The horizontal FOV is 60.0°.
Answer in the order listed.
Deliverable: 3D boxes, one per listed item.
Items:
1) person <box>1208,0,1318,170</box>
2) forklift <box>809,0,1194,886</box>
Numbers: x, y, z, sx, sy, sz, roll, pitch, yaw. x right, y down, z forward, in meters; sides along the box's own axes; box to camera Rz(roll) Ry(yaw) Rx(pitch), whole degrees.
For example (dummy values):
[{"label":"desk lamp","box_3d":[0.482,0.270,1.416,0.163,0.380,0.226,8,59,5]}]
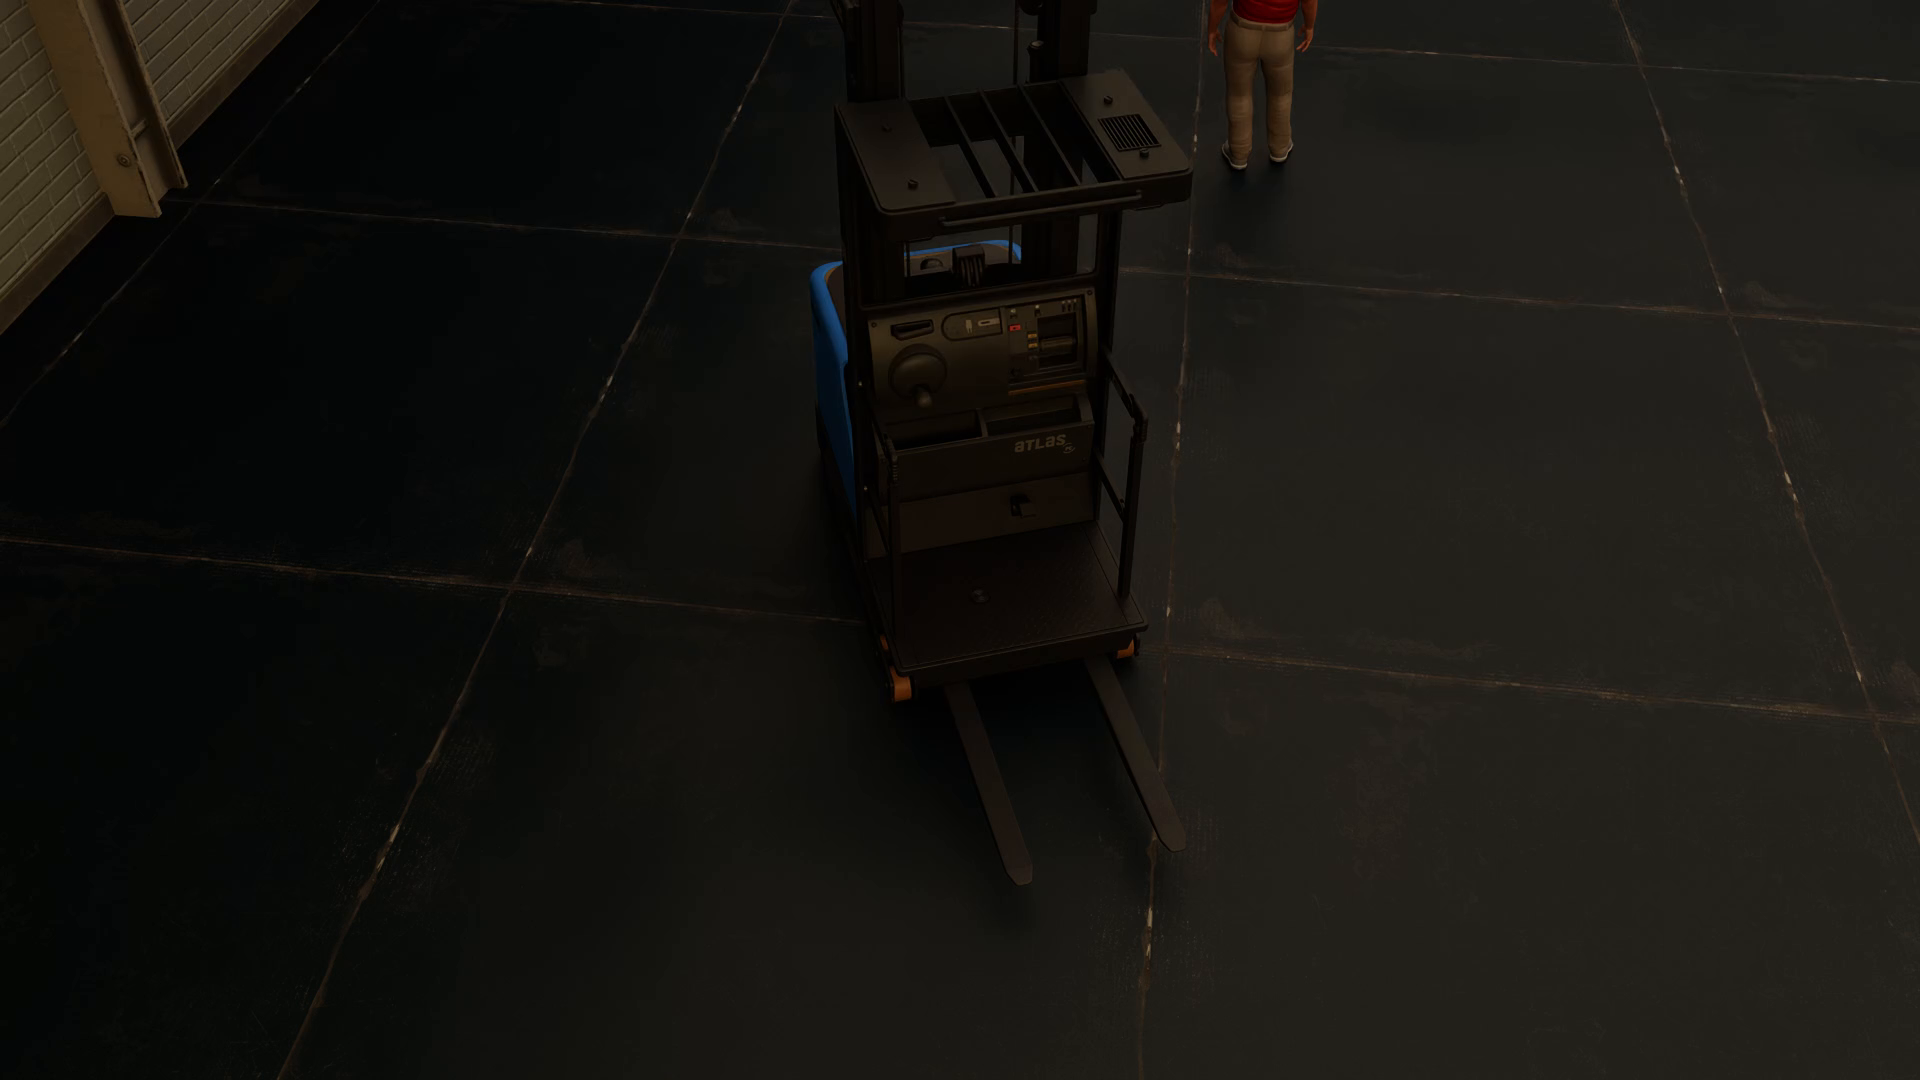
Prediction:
[{"label":"person","box_3d":[1.788,-3.041,9.913,0.641,1.727,0.551,3,43,3]},{"label":"forklift","box_3d":[0.153,-0.681,6.465,1.130,2.935,3.031,-10,44,-11]}]
